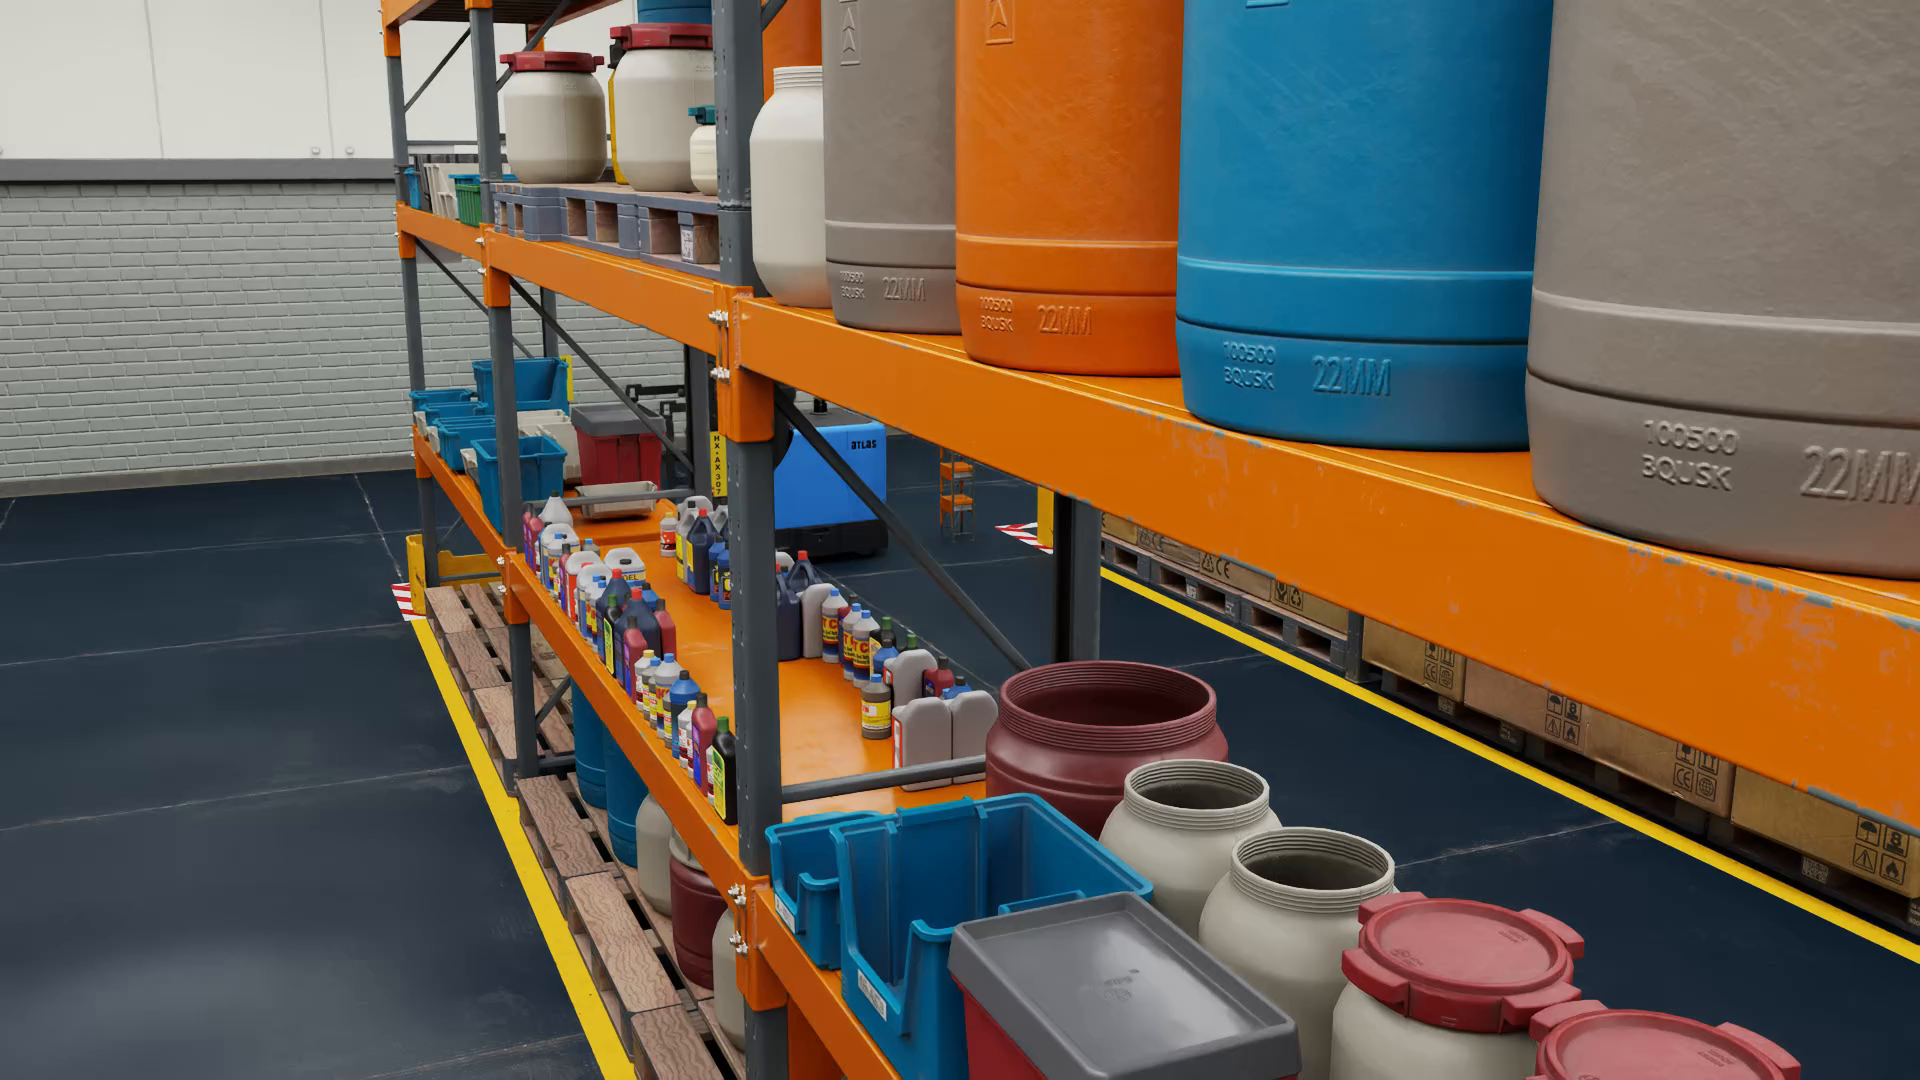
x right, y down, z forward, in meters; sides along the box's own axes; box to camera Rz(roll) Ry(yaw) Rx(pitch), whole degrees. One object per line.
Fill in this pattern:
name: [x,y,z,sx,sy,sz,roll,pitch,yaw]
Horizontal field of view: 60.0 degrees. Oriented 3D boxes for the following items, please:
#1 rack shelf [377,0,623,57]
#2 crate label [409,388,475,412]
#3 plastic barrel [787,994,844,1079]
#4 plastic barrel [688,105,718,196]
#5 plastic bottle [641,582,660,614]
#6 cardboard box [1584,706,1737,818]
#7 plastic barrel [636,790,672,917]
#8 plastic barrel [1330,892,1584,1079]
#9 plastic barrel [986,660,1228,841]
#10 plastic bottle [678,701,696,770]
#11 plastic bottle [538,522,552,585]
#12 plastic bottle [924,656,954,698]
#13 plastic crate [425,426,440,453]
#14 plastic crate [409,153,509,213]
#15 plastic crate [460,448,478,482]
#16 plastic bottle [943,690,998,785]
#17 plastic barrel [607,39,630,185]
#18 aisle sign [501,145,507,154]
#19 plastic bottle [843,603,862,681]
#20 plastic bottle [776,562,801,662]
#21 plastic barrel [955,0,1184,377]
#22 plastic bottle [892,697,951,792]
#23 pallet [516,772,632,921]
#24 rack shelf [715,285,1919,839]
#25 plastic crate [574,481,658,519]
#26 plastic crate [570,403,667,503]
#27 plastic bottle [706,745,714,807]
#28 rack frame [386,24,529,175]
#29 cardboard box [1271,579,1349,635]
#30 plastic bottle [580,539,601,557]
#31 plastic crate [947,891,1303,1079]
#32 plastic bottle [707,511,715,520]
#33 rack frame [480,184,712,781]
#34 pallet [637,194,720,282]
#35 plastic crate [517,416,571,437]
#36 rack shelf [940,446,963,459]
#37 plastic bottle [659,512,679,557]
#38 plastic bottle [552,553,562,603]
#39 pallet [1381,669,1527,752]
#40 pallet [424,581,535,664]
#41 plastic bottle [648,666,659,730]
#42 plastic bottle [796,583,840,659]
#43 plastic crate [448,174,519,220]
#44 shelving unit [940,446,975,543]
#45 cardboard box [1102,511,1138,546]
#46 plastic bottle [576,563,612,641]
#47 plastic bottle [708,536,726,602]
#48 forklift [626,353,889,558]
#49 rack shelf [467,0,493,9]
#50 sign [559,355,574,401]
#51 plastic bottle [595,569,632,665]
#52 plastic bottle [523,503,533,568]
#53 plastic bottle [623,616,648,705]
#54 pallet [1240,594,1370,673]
rack shelf: [-2.504,-2.982,9.281,1.077,0.370,4.000,-6,14,-23]
crate label: [-3.507,-0.885,11.280,0.416,0.233,0.303,-6,14,-23]
plastic barrel: [-0.312,1.388,5.103,0.600,0.830,0.708,-6,14,-23]
plastic barrel: [-0.664,-1.172,5.005,0.301,0.262,0.301,0,13,0]
plastic bottle: [-1.171,0.294,6.233,0.097,0.271,0.097,0,13,0]
cardboard box: [3.831,0.689,8.023,1.225,0.875,0.875,-6,14,-23]
plastic barrel: [-1.072,1.201,6.616,0.421,0.512,0.421,0,13,0]
plastic barrel: [0.853,0.936,2.870,0.433,0.535,0.433,0,13,0]
plastic barrel: [0.363,0.637,4.164,0.600,0.536,0.708,-6,14,-23]
plastic bottle: [-0.814,0.593,5.095,0.097,0.201,0.097,0,13,0]
plastic bottle: [-1.791,0.055,7.265,0.097,0.271,0.097,0,13,0]
plastic bottle: [-0.067,0.501,5.312,0.061,0.283,0.133,-6,14,-23]
plastic crate: [-3.183,-0.624,10.366,0.250,0.136,0.298,-6,14,-23]
plastic crate: [-2.945,-2.109,9.814,0.504,0.338,0.767,-6,14,-23]
plastic crate: [-2.675,-0.425,9.506,0.293,0.136,0.466,-6,14,-23]
plastic bottle: [0.023,0.577,5.002,0.152,0.276,0.135,-6,14,-23]
plastic barrel: [-1.151,-1.779,6.903,0.600,0.588,0.600,0,13,0]
aisle sign: [-3.065,-2.326,11.502,0.394,0.787,0.004,-6,14,-23]
plastic bottle: [-0.369,0.361,5.941,0.097,0.271,0.097,0,13,0]
plastic bottle: [-0.679,0.262,6.196,0.144,0.351,0.185,-6,14,-23]
plastic barrel: [0.292,-0.712,2.687,0.600,0.830,0.708,-6,14,-23]
plastic bottle: [-0.117,0.590,4.942,0.152,0.276,0.135,-6,14,-23]
pallet: [-1.431,1.330,7.655,1.003,0.211,1.213,-6,14,-23]
rack shelf: [0.701,-0.063,2.433,1.077,0.370,4.000,-6,14,-23]
plastic crate: [-1.758,-0.202,8.540,0.396,0.136,0.243,-6,14,-23]
plastic crate: [-1.830,-0.459,8.927,0.402,0.464,0.583,-6,14,-23]
plastic bottle: [-0.682,0.661,4.802,0.097,0.201,0.097,0,13,0]
rack frame: [-3.305,-3.941,10.940,1.000,3.000,0.127,-6,14,-23]
cardboard box: [2.645,0.048,10.791,0.875,0.875,0.875,-6,14,-23]
plastic bottle: [-1.613,0.096,7.245,0.097,0.201,0.097,0,13,0]
plastic crate: [0.267,0.965,2.906,0.402,0.464,0.583,-6,14,-23]
plastic bottle: [-1.102,-0.004,7.508,0.152,0.276,0.135,-6,14,-23]
rack frame: [-1.702,-0.192,8.046,1.000,3.000,0.127,-6,14,-23]
pallet: [-0.317,-0.902,4.879,1.003,0.211,1.213,-6,14,-23]
plastic crate: [-2.709,-0.706,10.718,0.396,0.136,0.243,-6,14,-23]
rack shelf: [-0.021,-0.789,13.738,0.215,0.259,0.240,-6,14,-23]
plastic bottle: [-1.355,-0.028,7.777,0.097,0.201,0.097,0,13,0]
plastic bottle: [-1.659,0.157,6.979,0.097,0.201,0.097,0,13,0]
pallet: [3.214,0.872,9.634,1.003,0.211,1.213,-6,14,-23]
pallet: [-3.010,0.514,11.180,1.003,0.211,1.213,-6,14,-23]
plastic bottle: [-0.970,0.513,5.443,0.097,0.201,0.097,0,13,0]
plastic bottle: [-0.533,0.290,6.240,0.152,0.276,0.135,-6,14,-23]
plastic crate: [-2.360,-1.731,8.415,0.416,0.233,0.300,-6,14,-23]
shelving unit: [-0.021,-0.523,13.799,0.215,1.050,0.252,-6,14,-23]
cardboard box: [1.563,-0.510,13.202,0.875,0.875,0.875,-6,14,-23]
plastic bottle: [-1.402,0.238,6.464,0.152,0.276,0.135,-6,14,-23]
plastic bottle: [-1.007,0.118,6.993,0.097,0.271,0.097,0,13,0]
forklift: [-2.131,-1.261,12.816,3.031,2.935,1.130,-6,14,-25]
rack shelf: [-0.901,-2.156,5.710,1.077,0.370,4.000,-6,14,-23]
sign: [-2.807,-1.151,11.827,0.100,0.325,0.005,-6,14,-23]
plastic bottle: [-1.264,0.275,6.138,0.144,0.351,0.185,-6,14,-23]
plastic bottle: [-1.946,-0.021,7.565,0.061,0.283,0.133,-6,14,-23]
plastic bottle: [-1.111,0.410,5.703,0.061,0.283,0.133,-6,14,-23]
pallet: [2.603,0.555,11.003,1.003,0.211,1.213,-6,14,-23]
